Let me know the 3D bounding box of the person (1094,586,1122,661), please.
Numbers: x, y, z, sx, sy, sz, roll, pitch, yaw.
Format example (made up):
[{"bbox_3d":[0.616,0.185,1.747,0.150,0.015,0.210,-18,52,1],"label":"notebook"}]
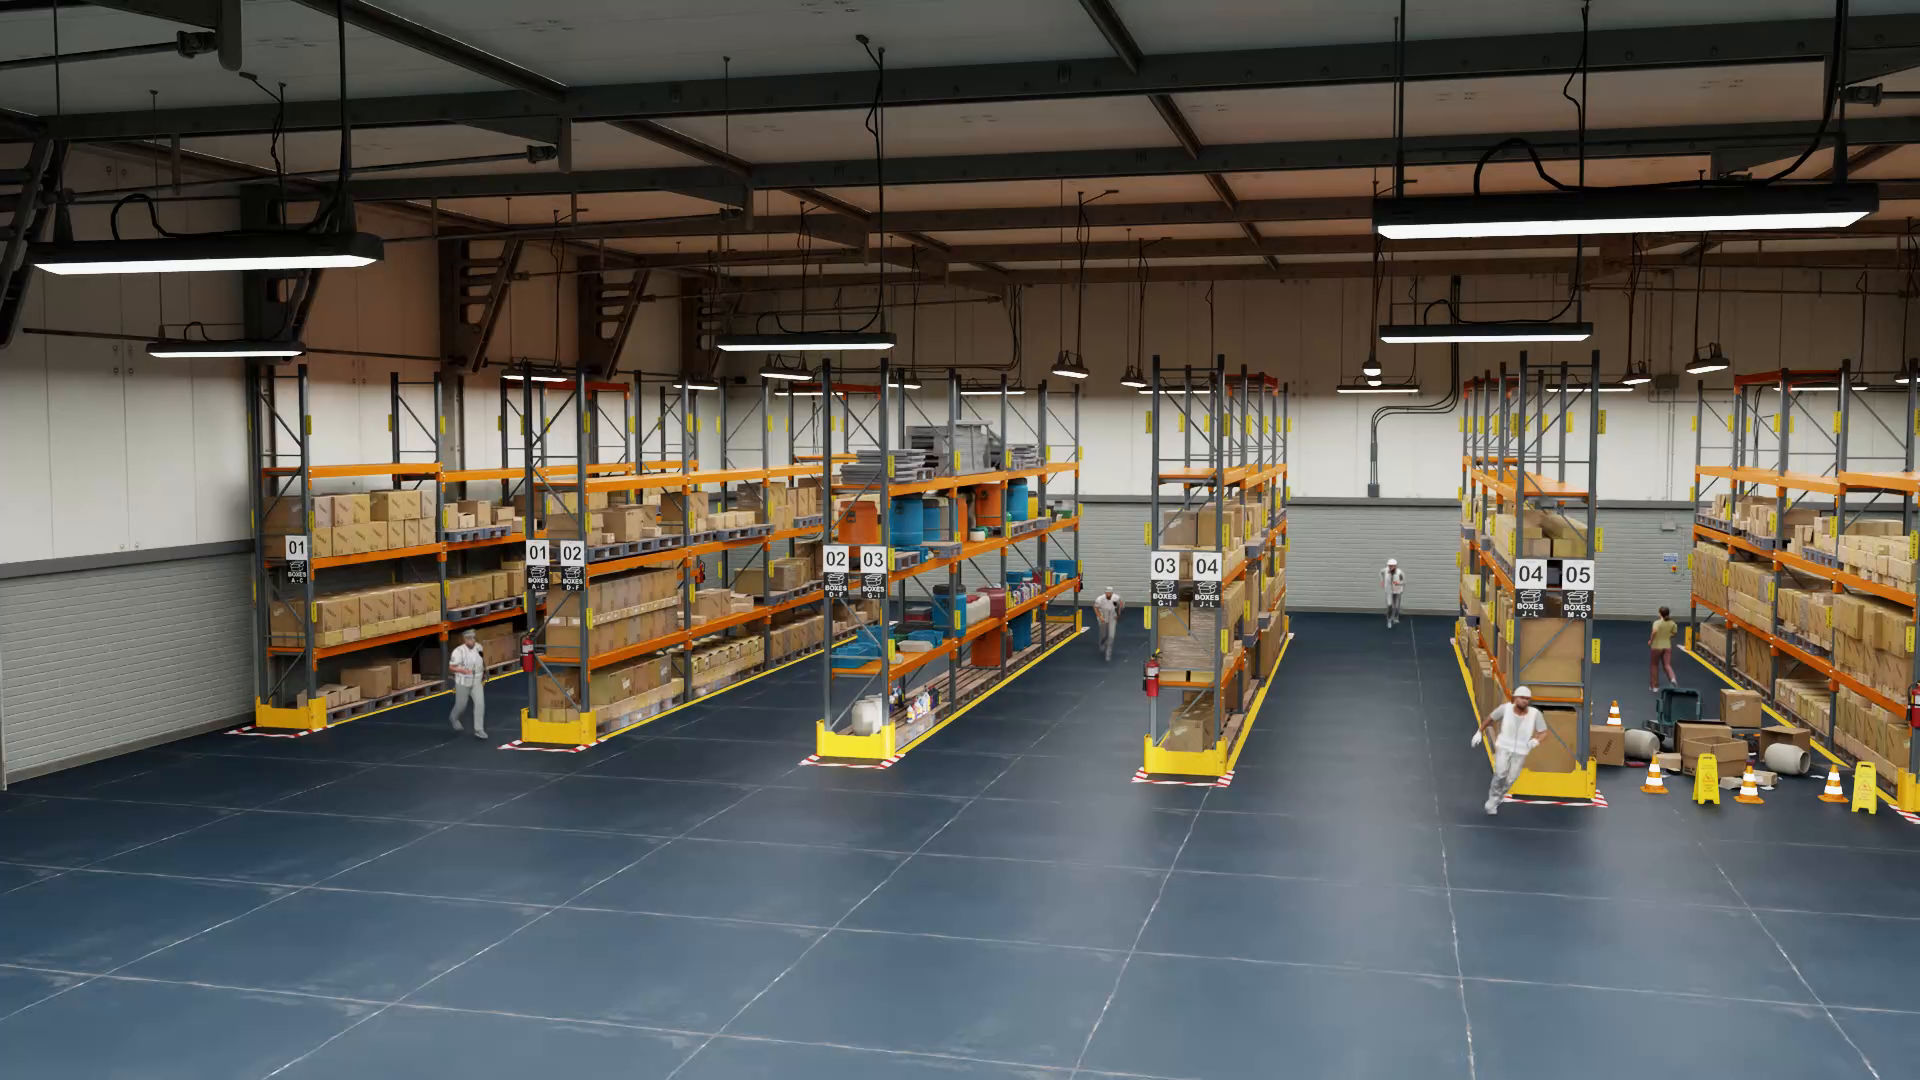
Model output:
[{"bbox_3d":[3.163,1.768,35.730,0.631,1.629,1.000,0,4,-7],"label":"person"}]

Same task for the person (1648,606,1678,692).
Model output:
[{"bbox_3d":[13.067,2.038,30.913,0.574,1.644,0.904,0,4,1],"label":"person"}]

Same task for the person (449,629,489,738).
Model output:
[{"bbox_3d":[-7.906,2.270,26.659,0.629,1.736,1.042,-3,5,-37],"label":"person"}]

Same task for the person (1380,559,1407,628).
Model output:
[{"bbox_3d":[10.760,1.327,41.296,0.680,1.763,0.946,1,4,21],"label":"person"}]

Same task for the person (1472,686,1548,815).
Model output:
[{"bbox_3d":[7.065,2.704,21.282,0.860,1.688,0.728,0,4,4],"label":"person"}]
